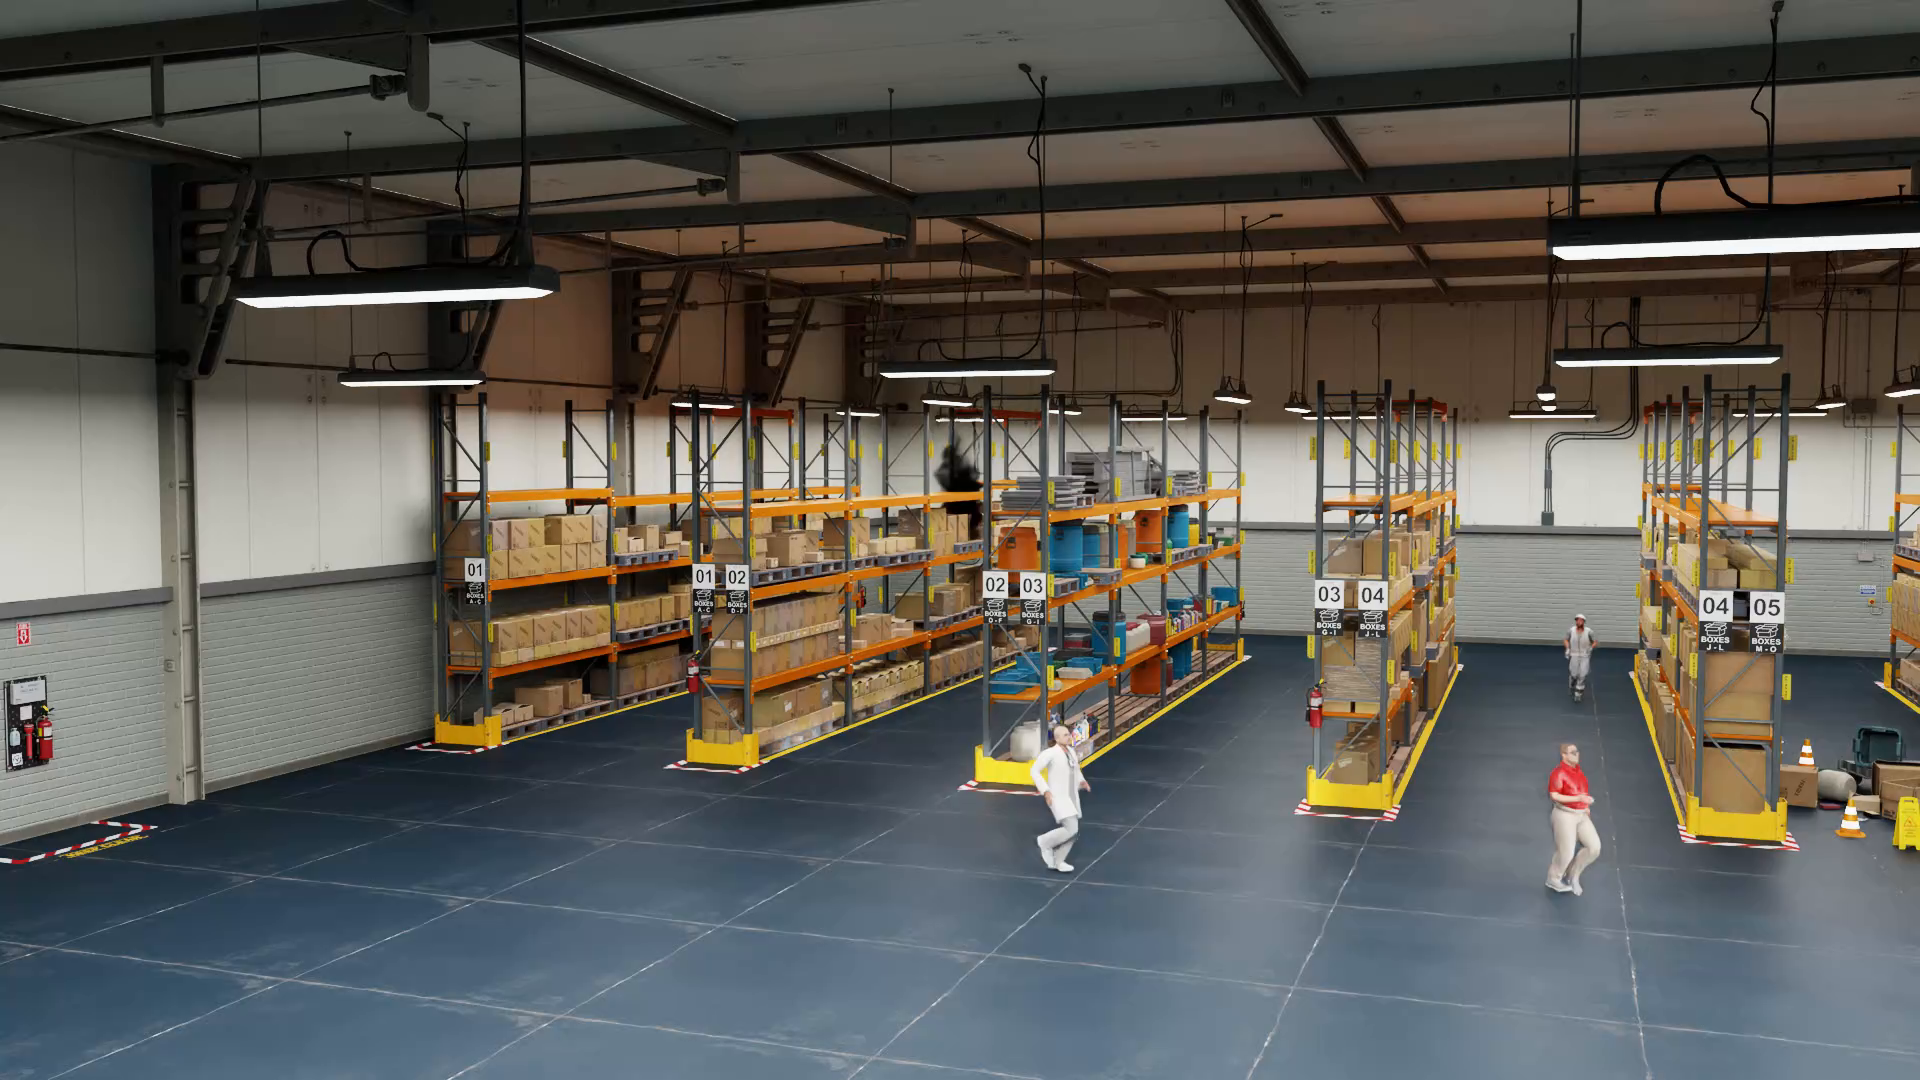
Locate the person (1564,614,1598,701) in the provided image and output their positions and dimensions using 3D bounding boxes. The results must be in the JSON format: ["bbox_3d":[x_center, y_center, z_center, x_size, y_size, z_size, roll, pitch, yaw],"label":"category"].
[{"bbox_3d":[12.419,2.355,33.285,0.637,1.749,0.607,1,3,23],"label":"person"}]

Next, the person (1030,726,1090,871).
[{"bbox_3d":[1.247,3.081,19.758,0.628,1.732,0.704,3,4,42],"label":"person"}]

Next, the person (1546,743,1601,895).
[{"bbox_3d":[6.924,3.160,18.712,0.644,1.740,0.660,-2,4,-32],"label":"person"}]
